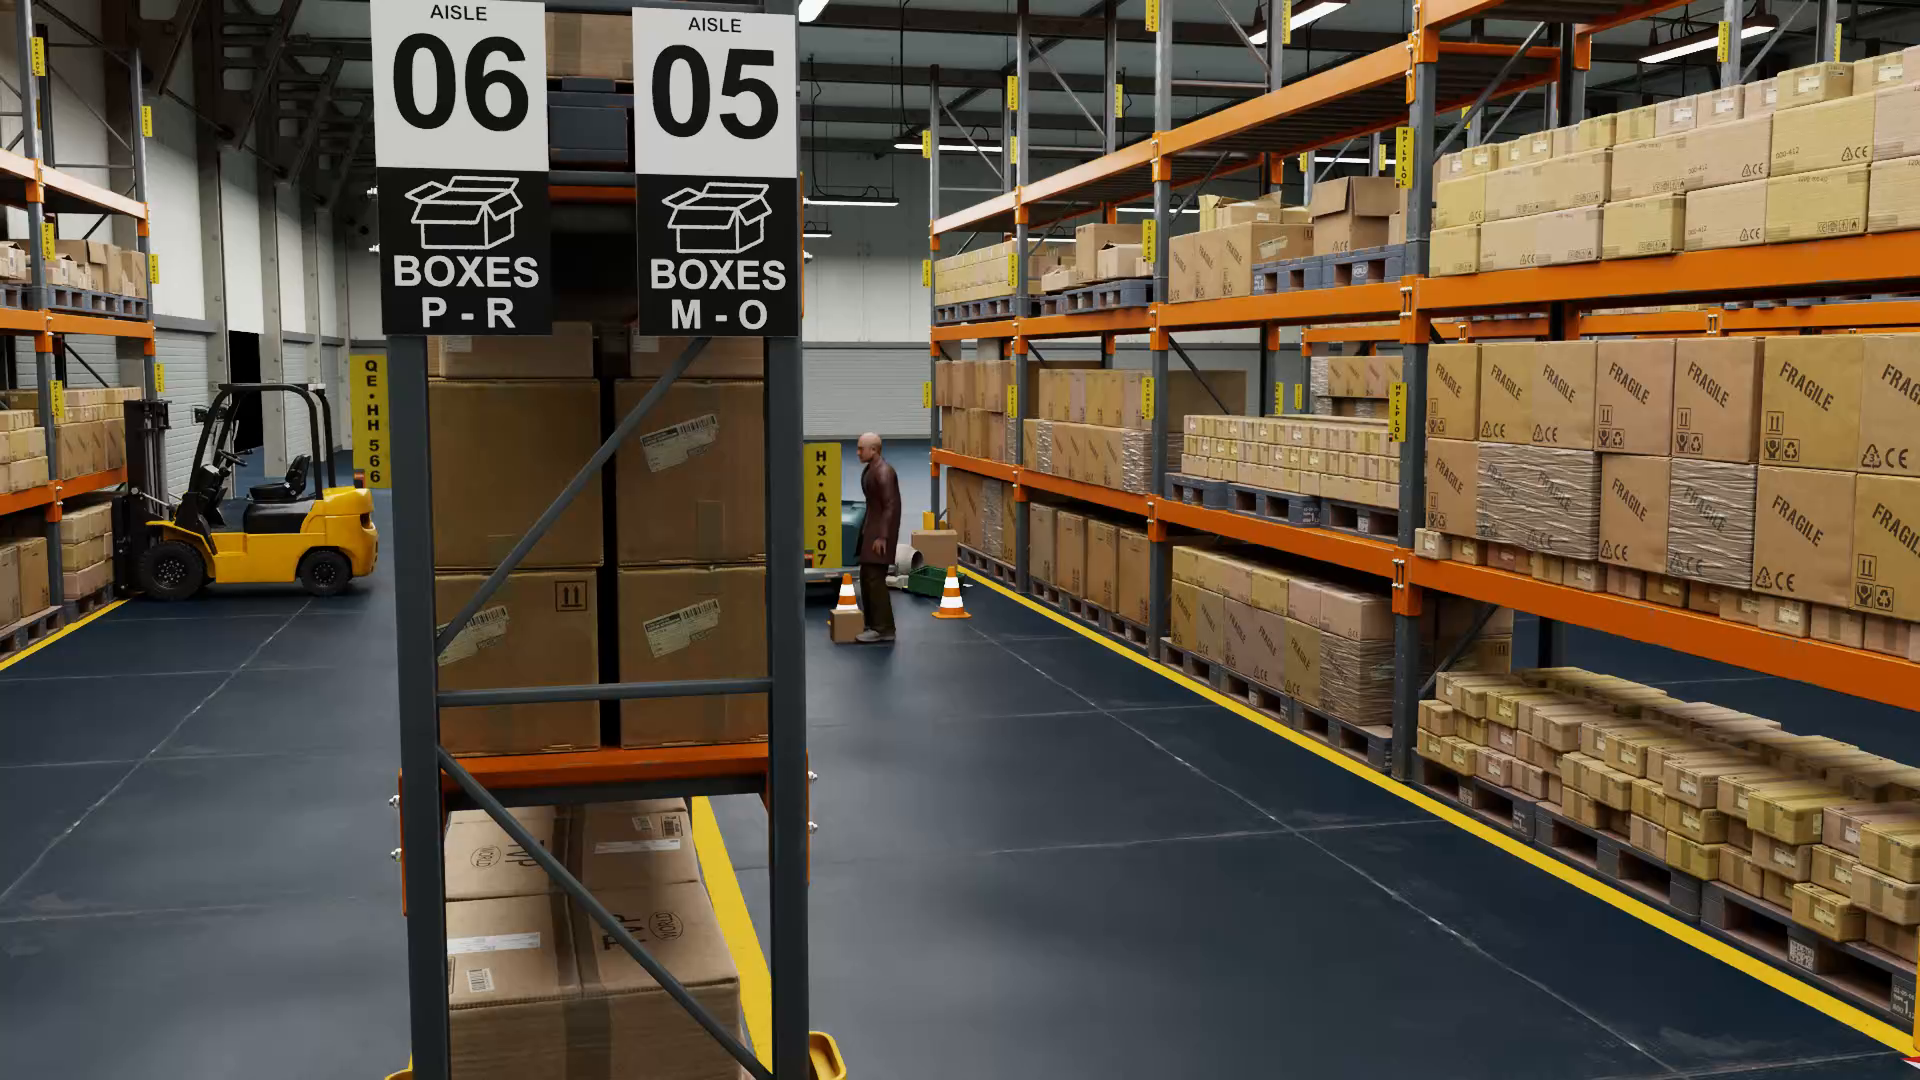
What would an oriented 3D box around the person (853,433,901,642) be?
[{"bbox_3d":[-0.723,-0.031,14.187,0.429,1.772,0.644,-2,6,-17],"label":"person"}]
